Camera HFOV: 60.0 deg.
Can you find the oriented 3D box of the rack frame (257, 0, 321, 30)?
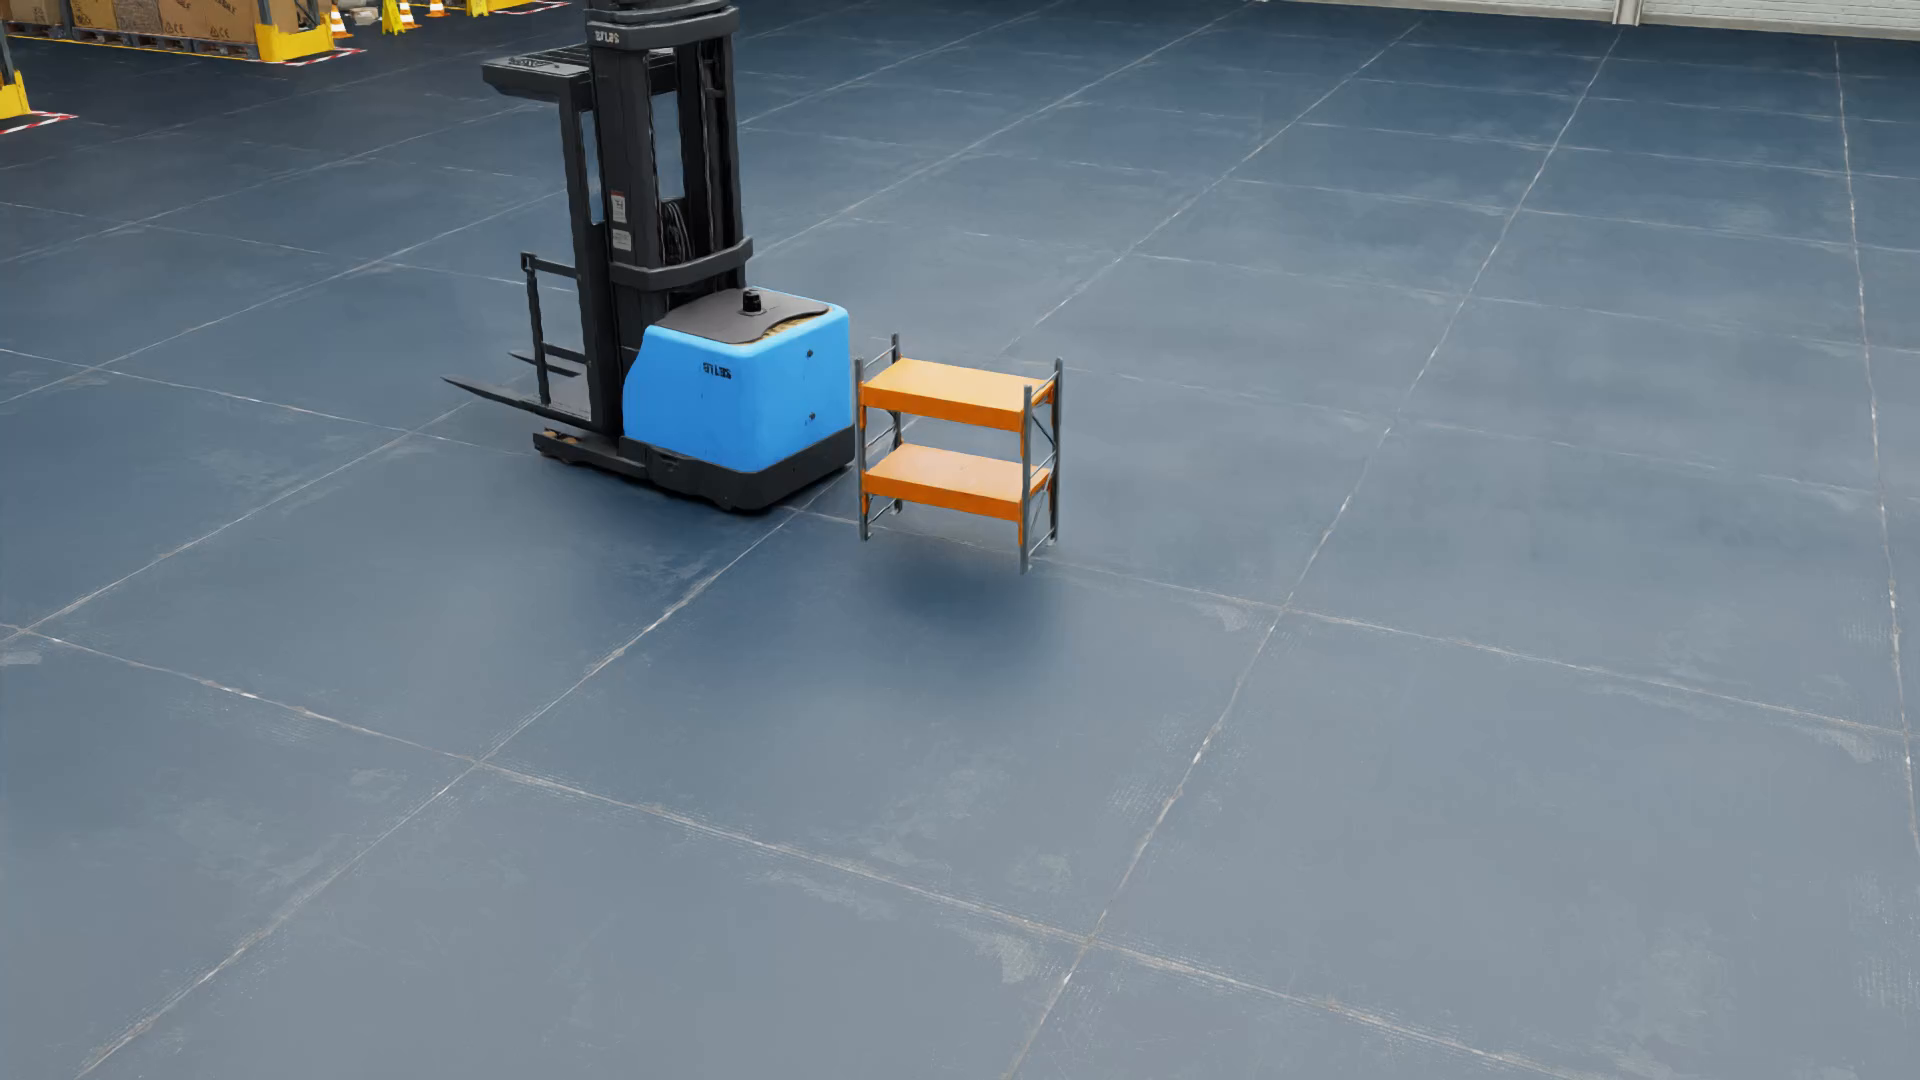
[{"bbox_3d":[-9.555,-8.345,23.303,0.127,3.000,1.000,11,28,22],"label":"rack frame"}]

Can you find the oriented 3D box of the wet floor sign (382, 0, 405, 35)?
[{"bbox_3d":[-8.709,-8.079,25.429,0.232,0.644,0.267,6,27,13],"label":"wet floor sign"}]

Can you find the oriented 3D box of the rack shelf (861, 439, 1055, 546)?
[{"bbox_3d":[-0.006,-0.287,9.612,1.000,0.278,0.538,11,28,22],"label":"rack shelf"}]

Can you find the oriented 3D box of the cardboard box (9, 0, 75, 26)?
[{"bbox_3d":[-13.799,-8.332,25.350,0.750,0.750,1.050,11,28,22],"label":"cardboard box"}]

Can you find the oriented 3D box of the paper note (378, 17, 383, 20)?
[{"bbox_3d":[-9.283,-8.394,26.764,0.142,0.019,0.148,2,26,4],"label":"paper note"}]

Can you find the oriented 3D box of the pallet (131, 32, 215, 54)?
[{"bbox_3d":[-11.422,-7.432,24.606,1.213,0.211,1.003,11,28,22],"label":"pallet"}]

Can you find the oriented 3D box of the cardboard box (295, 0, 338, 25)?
[{"bbox_3d":[-10.245,-8.537,26.519,0.637,0.503,0.797,-7,27,-14],"label":"cardboard box"}]

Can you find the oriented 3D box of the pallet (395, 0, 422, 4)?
[{"bbox_3d":[-9.499,-9.503,28.812,1.213,0.211,1.003,11,28,22],"label":"pallet"}]

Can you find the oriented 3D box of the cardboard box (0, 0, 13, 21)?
[{"bbox_3d":[-14.675,-8.510,25.711,0.750,0.750,1.050,11,28,22],"label":"cardboard box"}]

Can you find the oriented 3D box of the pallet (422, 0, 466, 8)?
[{"bbox_3d":[-8.392,-9.279,28.358,1.213,0.211,1.003,11,28,22],"label":"pallet"}]

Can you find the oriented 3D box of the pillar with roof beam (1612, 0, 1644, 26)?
[{"bbox_3d":[8.796,-10.509,20.907,0.400,9.000,9.100,11,28,22],"label":"pillar with roof beam"}]

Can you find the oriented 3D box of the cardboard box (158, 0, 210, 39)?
[{"bbox_3d":[-11.002,-7.837,24.202,0.875,0.875,0.875,11,28,21],"label":"cardboard box"}]

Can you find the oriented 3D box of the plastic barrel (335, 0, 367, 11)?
[{"bbox_3d":[-10.105,-8.967,27.483,0.512,0.421,0.421,-12,29,-23],"label":"plastic barrel"}]

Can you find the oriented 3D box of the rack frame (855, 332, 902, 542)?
[{"bbox_3d":[-0.469,-0.599,9.693,0.032,1.125,0.500,11,28,22],"label":"rack frame"}]

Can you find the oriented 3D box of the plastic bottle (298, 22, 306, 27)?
[{"bbox_3d":[-10.454,-8.110,26.153,0.283,0.061,0.133,2,26,4],"label":"plastic bottle"}]

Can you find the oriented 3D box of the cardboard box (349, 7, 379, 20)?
[{"bbox_3d":[-9.627,-8.502,26.850,0.380,0.149,0.250,-18,31,-31],"label":"cardboard box"}]

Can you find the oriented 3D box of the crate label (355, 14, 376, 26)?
[{"bbox_3d":[-9.415,-8.239,26.330,0.298,0.136,0.250,-2,26,-5],"label":"crate label"}]

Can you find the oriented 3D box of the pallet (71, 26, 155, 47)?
[{"bbox_3d":[-12.537,-7.654,25.058,1.213,0.211,1.003,11,28,22],"label":"pallet"}]

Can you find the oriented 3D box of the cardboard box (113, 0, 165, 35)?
[{"bbox_3d":[-11.831,-8.005,24.543,0.875,0.875,0.875,12,28,22],"label":"cardboard box"}]

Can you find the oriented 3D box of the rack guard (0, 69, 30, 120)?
[{"bbox_3d":[-11.769,-5.261,19.870,0.348,0.500,1.175,11,28,22],"label":"rack guard"}]

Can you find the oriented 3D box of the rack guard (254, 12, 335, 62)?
[{"bbox_3d":[-9.533,-7.219,23.846,0.348,0.500,1.175,11,28,22],"label":"rack guard"}]

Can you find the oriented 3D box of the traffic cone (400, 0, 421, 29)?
[{"bbox_3d":[-8.674,-8.267,26.017,0.334,0.463,0.336,11,28,22],"label":"traffic cone"}]

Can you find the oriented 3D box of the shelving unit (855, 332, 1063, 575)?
[{"bbox_3d":[-0.006,-0.506,9.504,1.048,1.125,0.538,11,28,22],"label":"shelving unit"}]

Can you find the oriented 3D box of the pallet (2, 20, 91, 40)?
[{"bbox_3d":[-13.930,-7.936,25.629,1.213,0.211,1.003,11,28,22],"label":"pallet"}]

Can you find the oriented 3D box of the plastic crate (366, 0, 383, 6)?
[{"bbox_3d":[-10.150,-9.158,28.261,0.583,0.080,0.402,2,26,4],"label":"plastic crate"}]

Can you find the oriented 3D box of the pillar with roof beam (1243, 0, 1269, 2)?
[{"bbox_3d":[3.334,-11.606,23.136,0.400,9.000,9.100,11,28,22],"label":"pillar with roof beam"}]

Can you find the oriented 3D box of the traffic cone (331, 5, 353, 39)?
[{"bbox_3d":[-9.451,-7.875,25.220,0.334,0.463,0.336,11,28,22],"label":"traffic cone"}]

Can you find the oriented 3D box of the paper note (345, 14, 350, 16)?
[{"bbox_3d":[-9.994,-8.604,27.205,0.142,0.019,0.148,23,35,39],"label":"paper note"}]

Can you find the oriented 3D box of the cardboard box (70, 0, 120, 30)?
[{"bbox_3d":[-12.653,-8.168,24.874,0.875,0.875,0.875,12,29,23],"label":"cardboard box"}]

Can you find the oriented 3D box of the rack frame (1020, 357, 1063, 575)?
[{"bbox_3d":[0.457,-0.413,9.315,0.032,1.125,0.500,11,28,22],"label":"rack frame"}]

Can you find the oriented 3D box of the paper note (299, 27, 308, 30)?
[{"bbox_3d":[-10.242,-7.974,25.913,0.142,0.017,0.144,23,35,39],"label":"paper note"}]

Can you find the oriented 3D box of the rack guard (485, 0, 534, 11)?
[{"bbox_3d":[-7.667,-9.246,27.963,0.348,0.500,1.175,11,28,22],"label":"rack guard"}]

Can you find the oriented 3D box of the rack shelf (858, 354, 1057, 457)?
[{"bbox_3d":[-0.006,-0.768,9.375,1.000,0.278,0.538,11,28,22],"label":"rack shelf"}]

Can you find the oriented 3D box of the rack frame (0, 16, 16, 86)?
[{"bbox_3d":[-11.700,-6.369,19.290,0.127,3.000,1.000,11,28,22],"label":"rack frame"}]

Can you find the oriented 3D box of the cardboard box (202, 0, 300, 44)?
[{"bbox_3d":[-10.200,-7.677,23.877,0.875,0.875,0.875,12,28,22],"label":"cardboard box"}]

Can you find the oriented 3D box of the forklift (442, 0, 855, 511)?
[{"bbox_3d":[-2.170,-1.984,10.462,3.031,2.935,1.130,17,31,31],"label":"forklift"}]

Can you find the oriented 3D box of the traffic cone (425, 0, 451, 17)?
[{"bbox_3d":[-8.524,-8.775,27.050,0.334,0.463,0.336,11,28,22],"label":"traffic cone"}]

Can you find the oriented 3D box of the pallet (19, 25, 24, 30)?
[{"bbox_3d":[-15.045,-8.158,26.081,1.213,0.211,1.003,11,28,22],"label":"pallet"}]

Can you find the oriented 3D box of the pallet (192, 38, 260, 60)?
[{"bbox_3d":[-10.315,-7.208,24.152,1.213,0.211,1.003,11,28,22],"label":"pallet"}]

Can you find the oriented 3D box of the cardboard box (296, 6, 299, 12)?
[{"bbox_3d":[-11.100,-8.765,26.830,0.503,0.637,0.797,11,28,22],"label":"cardboard box"}]

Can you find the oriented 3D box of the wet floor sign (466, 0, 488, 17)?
[{"bbox_3d":[-7.868,-8.832,26.959,0.232,0.644,0.267,23,35,39],"label":"wet floor sign"}]

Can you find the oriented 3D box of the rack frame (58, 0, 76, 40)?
[{"bbox_3d":[-13.196,-9.076,24.788,0.127,3.000,1.000,11,28,22],"label":"rack frame"}]
